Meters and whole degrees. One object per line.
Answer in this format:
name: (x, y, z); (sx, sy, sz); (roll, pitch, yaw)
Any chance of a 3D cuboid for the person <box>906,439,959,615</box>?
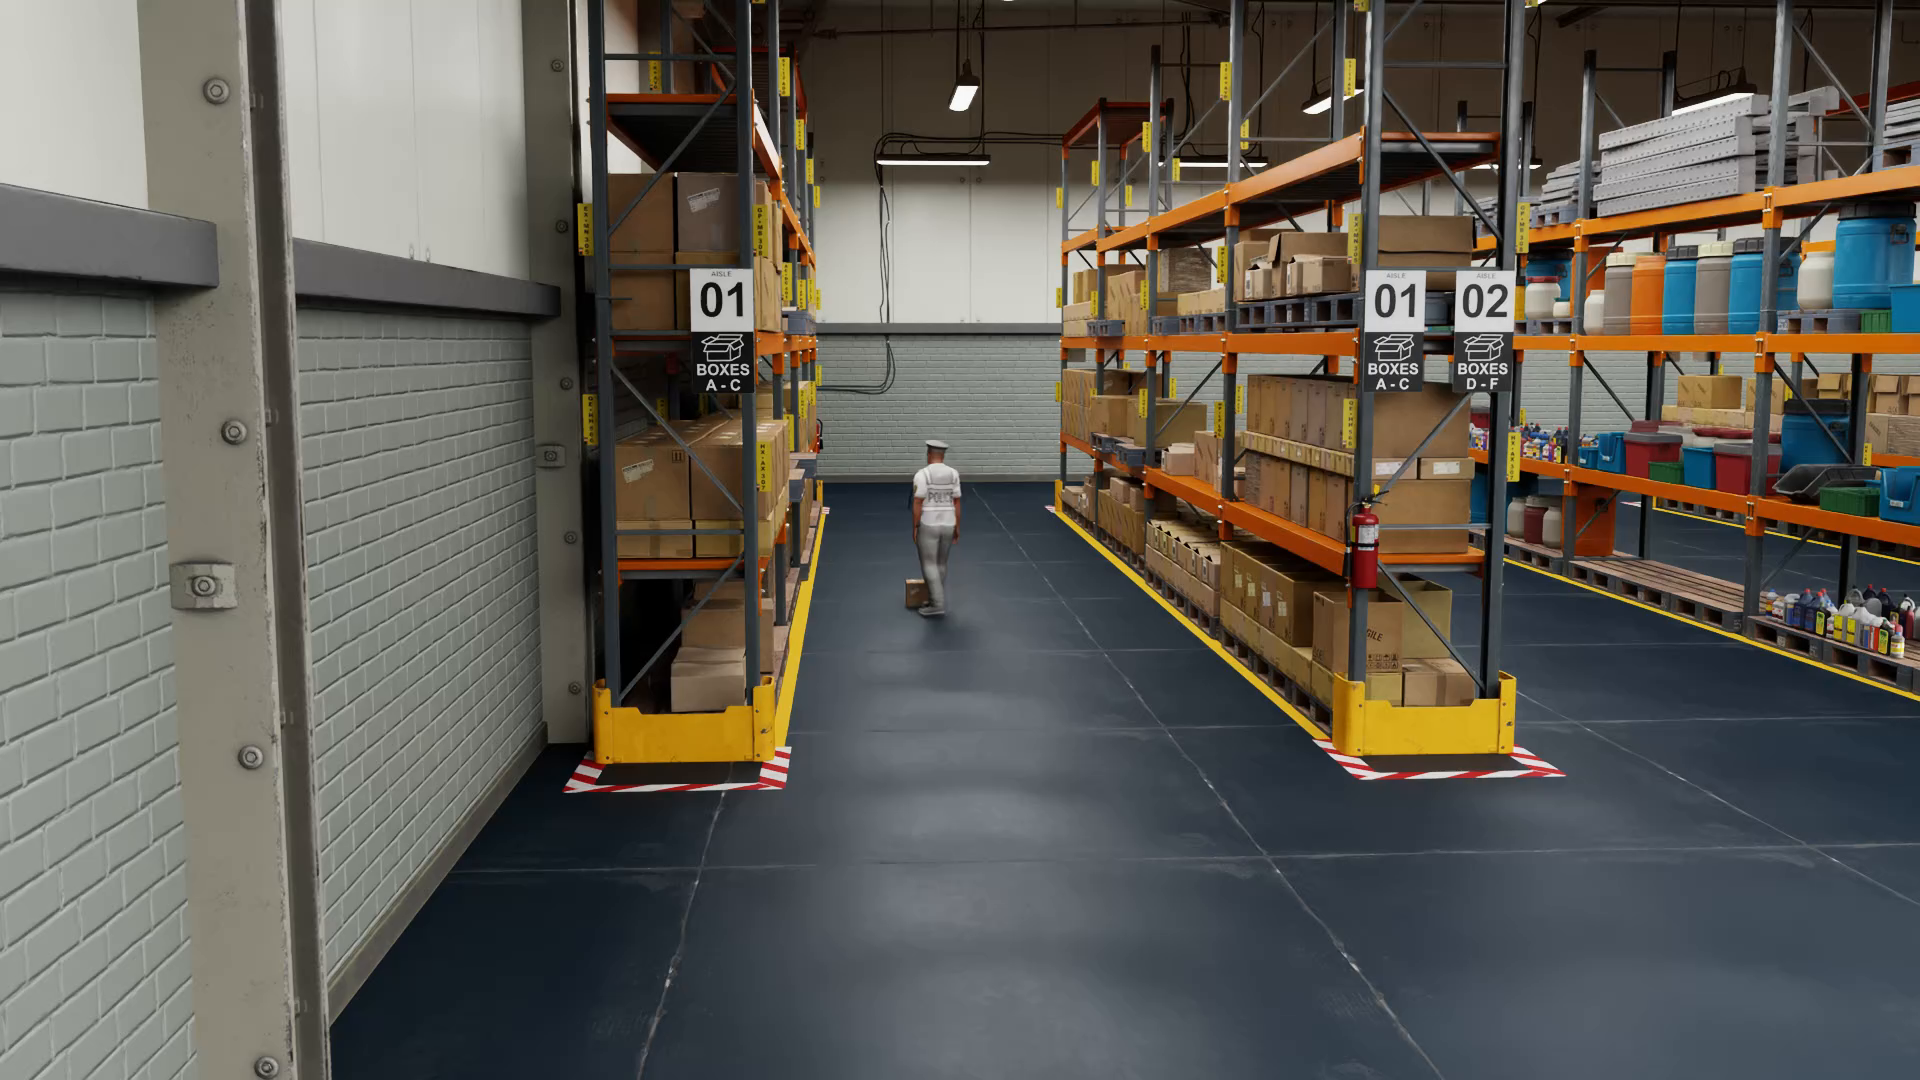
person: (-0.291, -0.132, 16.765); (0.530, 1.751, 0.665); (-4, 8, -30)
